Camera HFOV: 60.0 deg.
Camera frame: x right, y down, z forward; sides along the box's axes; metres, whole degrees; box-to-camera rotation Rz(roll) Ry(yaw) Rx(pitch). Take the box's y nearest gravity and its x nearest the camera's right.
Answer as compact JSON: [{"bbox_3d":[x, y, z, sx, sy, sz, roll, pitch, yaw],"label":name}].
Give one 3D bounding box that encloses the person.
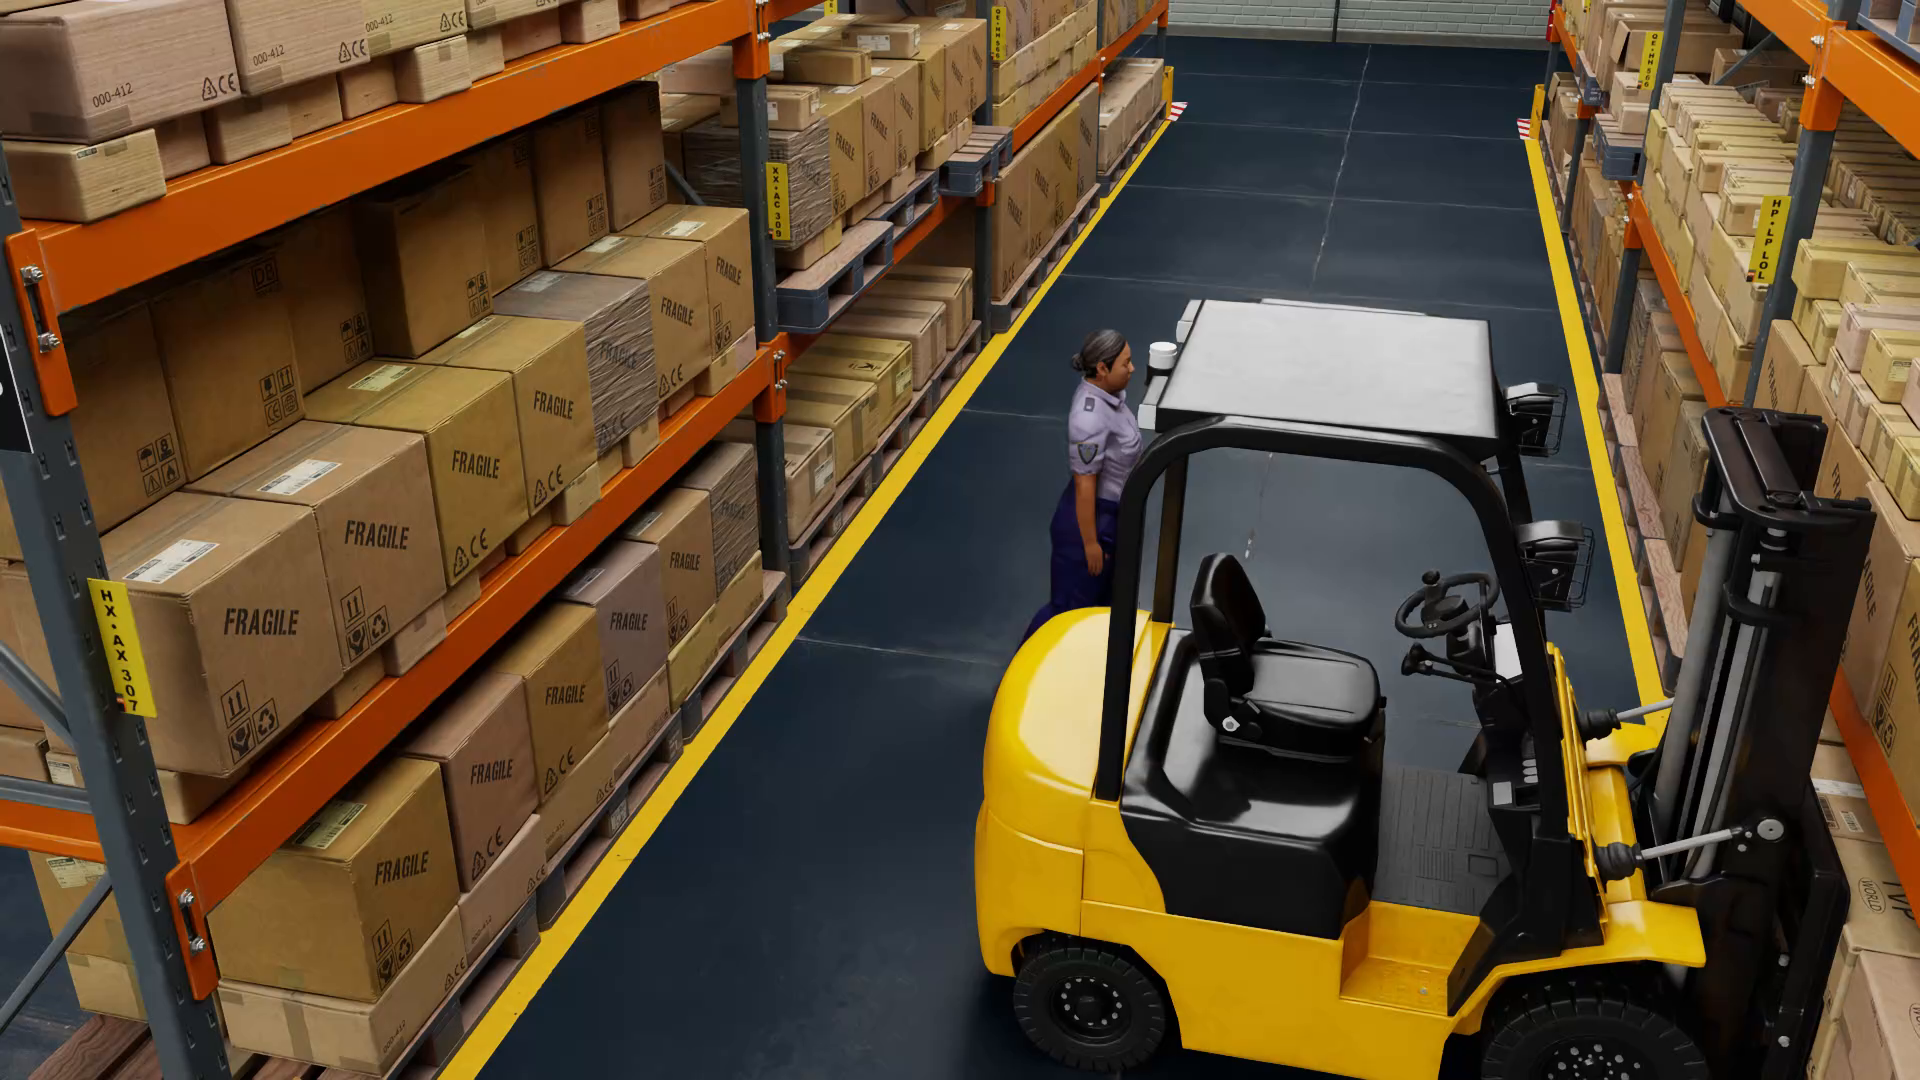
[{"bbox_3d":[0.552,-0.070,6.772,0.749,1.636,0.520,5,26,9],"label":"person"}]
